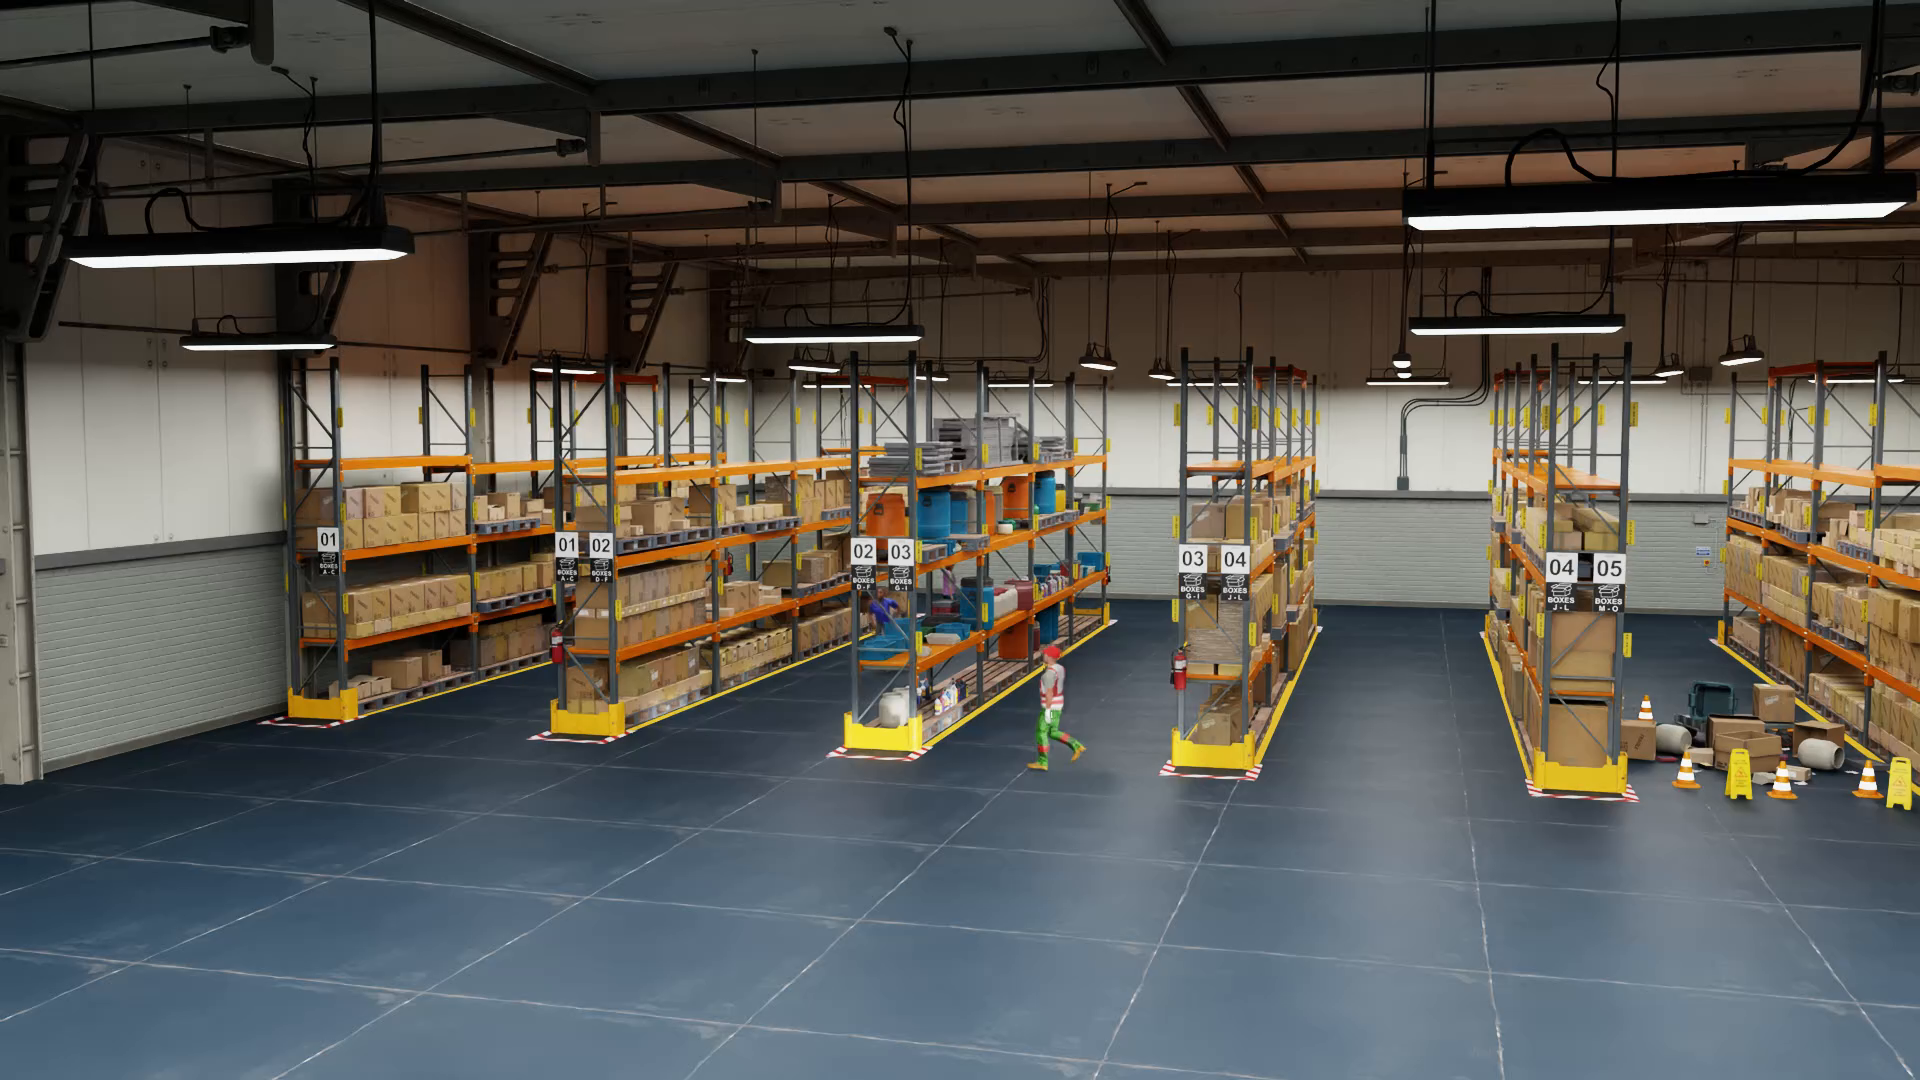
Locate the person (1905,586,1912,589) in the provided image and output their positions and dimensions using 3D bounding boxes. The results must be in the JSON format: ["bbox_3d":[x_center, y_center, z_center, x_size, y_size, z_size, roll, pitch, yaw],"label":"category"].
[{"bbox_3d":[21.710,1.393,37.775,0.527,1.634,1.005,2,5,26],"label":"person"}]

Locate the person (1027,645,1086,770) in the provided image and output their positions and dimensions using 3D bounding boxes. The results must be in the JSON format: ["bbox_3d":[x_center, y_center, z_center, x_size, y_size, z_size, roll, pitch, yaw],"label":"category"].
[{"bbox_3d":[1.362,2.377,23.597,0.823,1.770,0.551,1,4,12],"label":"person"}]

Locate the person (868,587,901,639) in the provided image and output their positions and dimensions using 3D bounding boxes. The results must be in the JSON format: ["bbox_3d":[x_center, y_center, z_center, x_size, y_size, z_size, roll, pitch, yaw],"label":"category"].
[{"bbox_3d":[-1.477,1.690,32.673,0.561,1.564,0.740,2,5,27],"label":"person"}]

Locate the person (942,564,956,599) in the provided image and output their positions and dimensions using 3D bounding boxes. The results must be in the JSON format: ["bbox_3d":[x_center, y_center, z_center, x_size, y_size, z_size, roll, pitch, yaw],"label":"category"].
[{"bbox_3d":[-0.300,1.312,39.500,0.438,1.583,0.448,-2,5,-23],"label":"person"}]
